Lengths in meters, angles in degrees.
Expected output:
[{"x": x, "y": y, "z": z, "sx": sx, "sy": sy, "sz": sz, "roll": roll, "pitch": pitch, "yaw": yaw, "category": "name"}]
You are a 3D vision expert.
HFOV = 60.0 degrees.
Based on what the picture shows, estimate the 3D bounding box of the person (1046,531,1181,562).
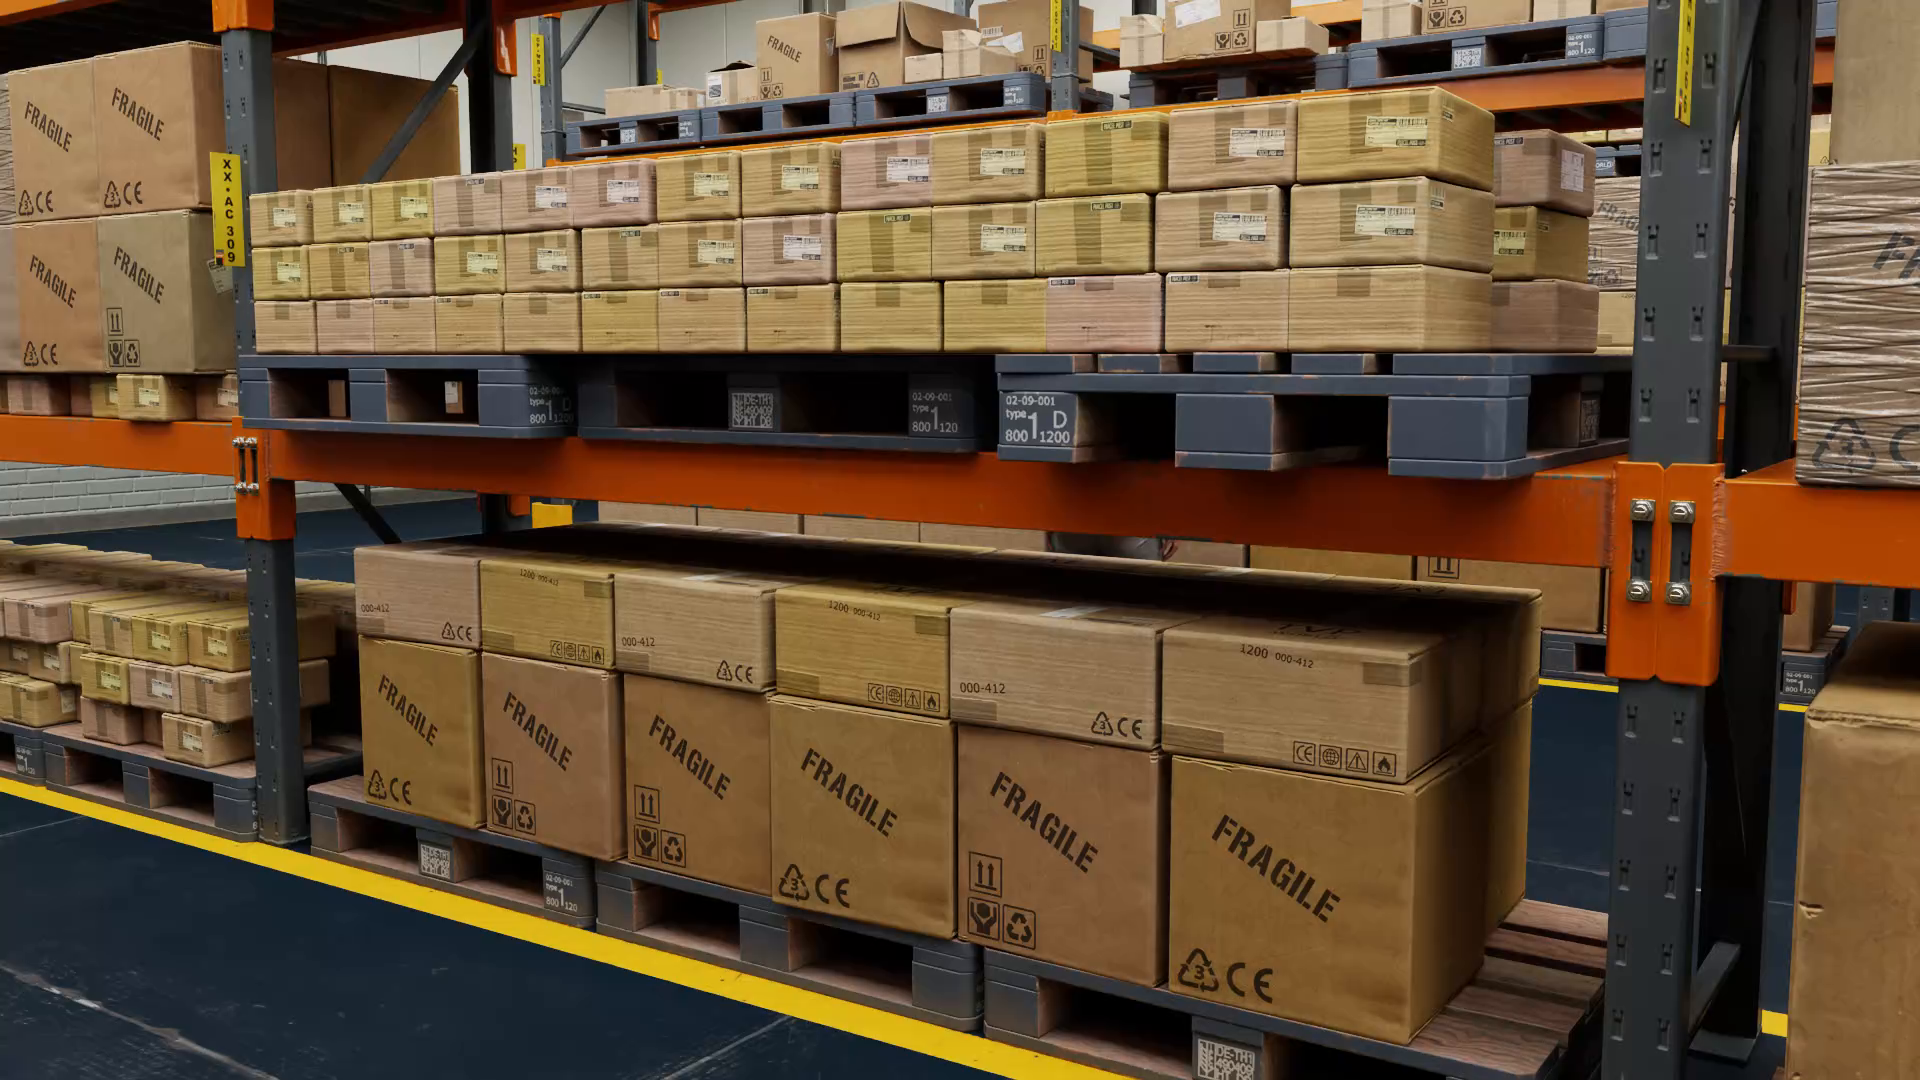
[{"x": 0.586, "y": -0.091, "z": 6.481, "sx": 0.591, "sy": 1.770, "sz": 0.465, "roll": 4, "pitch": 7, "yaw": 30, "category": "person"}]
